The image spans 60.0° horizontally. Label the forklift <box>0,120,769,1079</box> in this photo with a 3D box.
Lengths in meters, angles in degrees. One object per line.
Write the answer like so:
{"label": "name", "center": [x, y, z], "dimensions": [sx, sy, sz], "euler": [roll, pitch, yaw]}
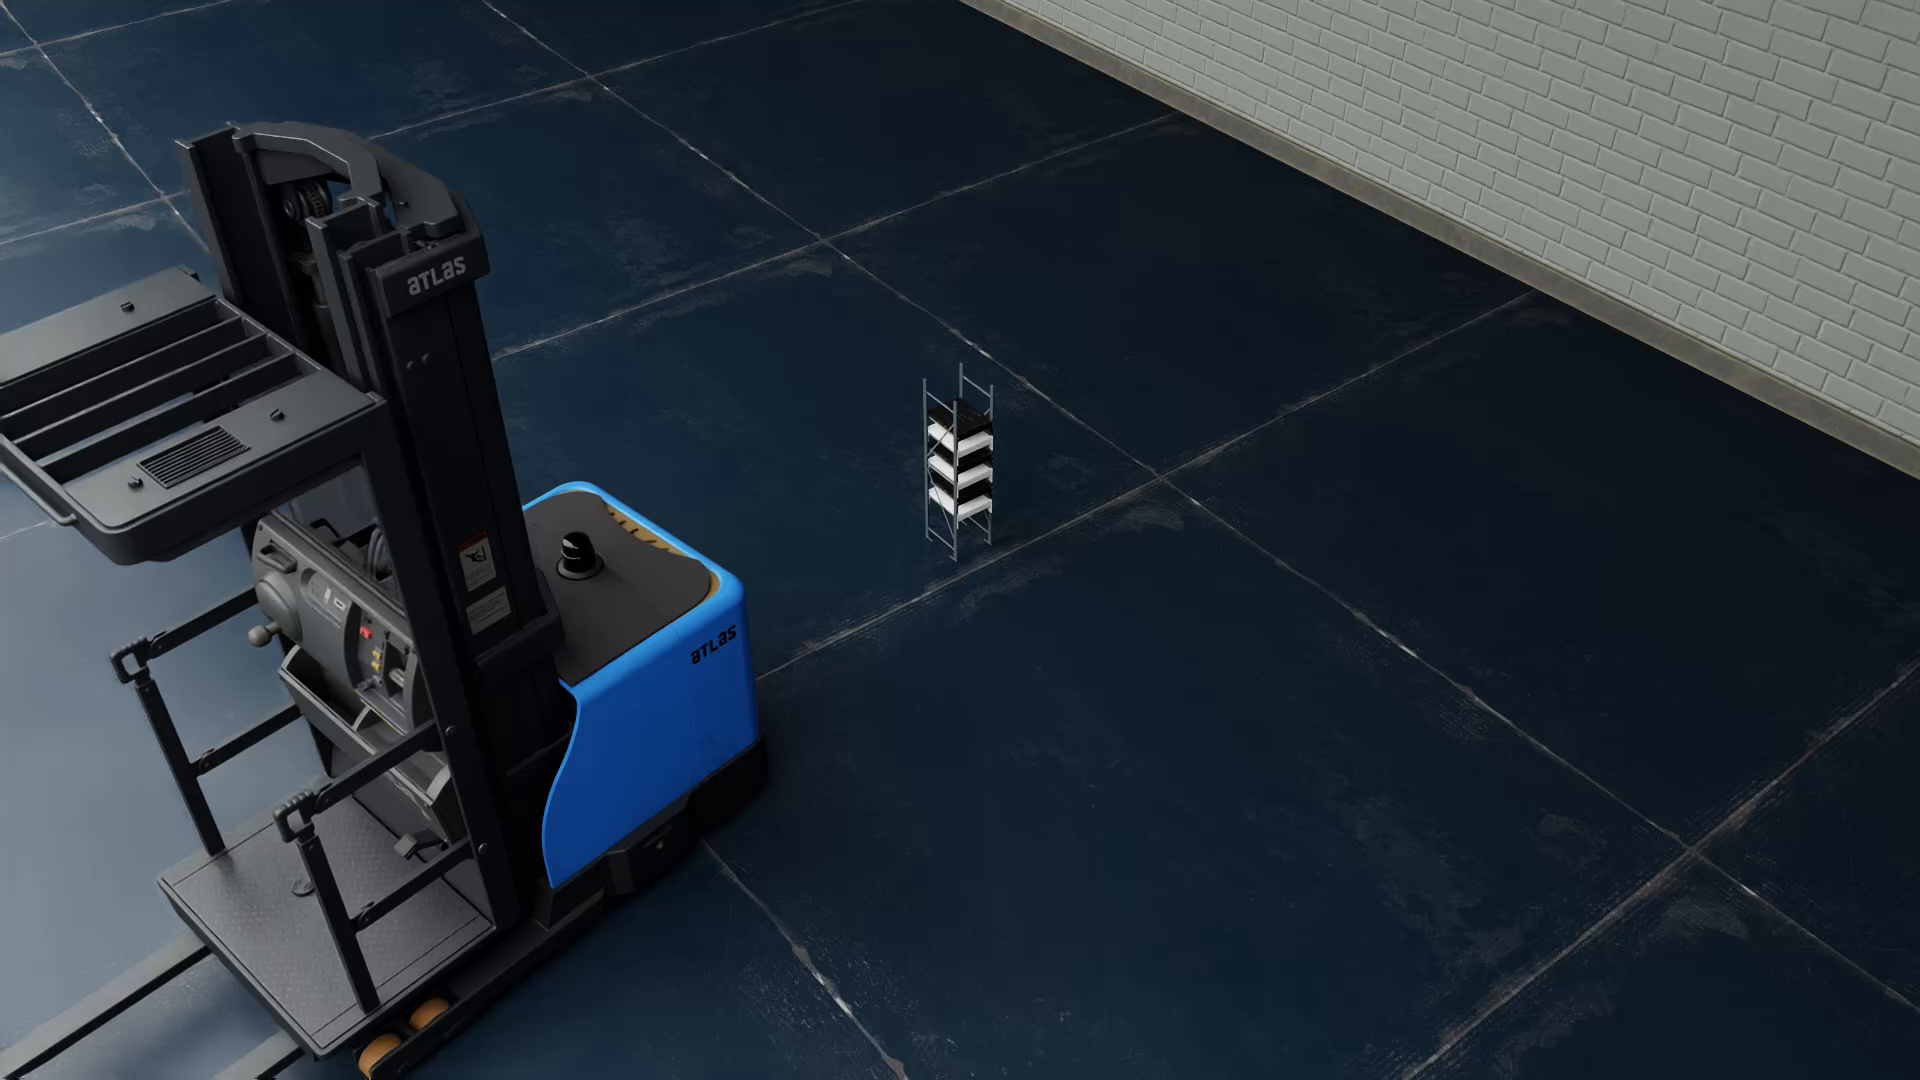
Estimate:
{"label": "forklift", "center": [-2.123, 0.340, 5.158], "dimensions": [1.130, 2.935, 3.031], "euler": [30, 48, 31]}

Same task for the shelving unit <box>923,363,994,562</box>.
{"label": "shelving unit", "center": [-0.006, -0.345, 7.594], "dimensions": [0.210, 0.900, 0.258], "euler": [-26, 46, -28]}

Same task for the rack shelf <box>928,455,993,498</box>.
{"label": "rack shelf", "center": [-0.006, -0.319, 7.615], "dimensions": [0.200, 0.077, 0.258], "euler": [-26, 46, -28]}

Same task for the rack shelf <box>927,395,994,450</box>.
{"label": "rack shelf", "center": [-0.006, -0.528, 7.444], "dimensions": [0.200, 0.077, 0.258], "euler": [-26, 46, -28]}

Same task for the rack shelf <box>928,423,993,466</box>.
{"label": "rack shelf", "center": [-0.006, -0.458, 7.501], "dimensions": [0.200, 0.077, 0.258], "euler": [-26, 46, -28]}

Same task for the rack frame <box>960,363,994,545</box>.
{"label": "rack frame", "center": [0.074, -0.384, 7.642], "dimensions": [0.006, 0.900, 0.240], "euler": [-26, 46, -28]}

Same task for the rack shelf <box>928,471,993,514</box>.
{"label": "rack shelf", "center": [-0.006, -0.249, 7.672], "dimensions": [0.200, 0.077, 0.258], "euler": [-26, 46, -28]}

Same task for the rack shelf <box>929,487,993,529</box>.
{"label": "rack shelf", "center": [-0.006, -0.180, 7.730], "dimensions": [0.200, 0.077, 0.258], "euler": [-26, 46, -28]}

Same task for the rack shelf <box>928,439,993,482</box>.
{"label": "rack shelf", "center": [-0.006, -0.389, 7.558], "dimensions": [0.200, 0.077, 0.258], "euler": [-26, 46, -28]}

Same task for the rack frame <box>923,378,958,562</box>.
{"label": "rack frame", "center": [-0.087, -0.305, 7.546], "dimensions": [0.006, 0.900, 0.240], "euler": [-26, 46, -28]}
